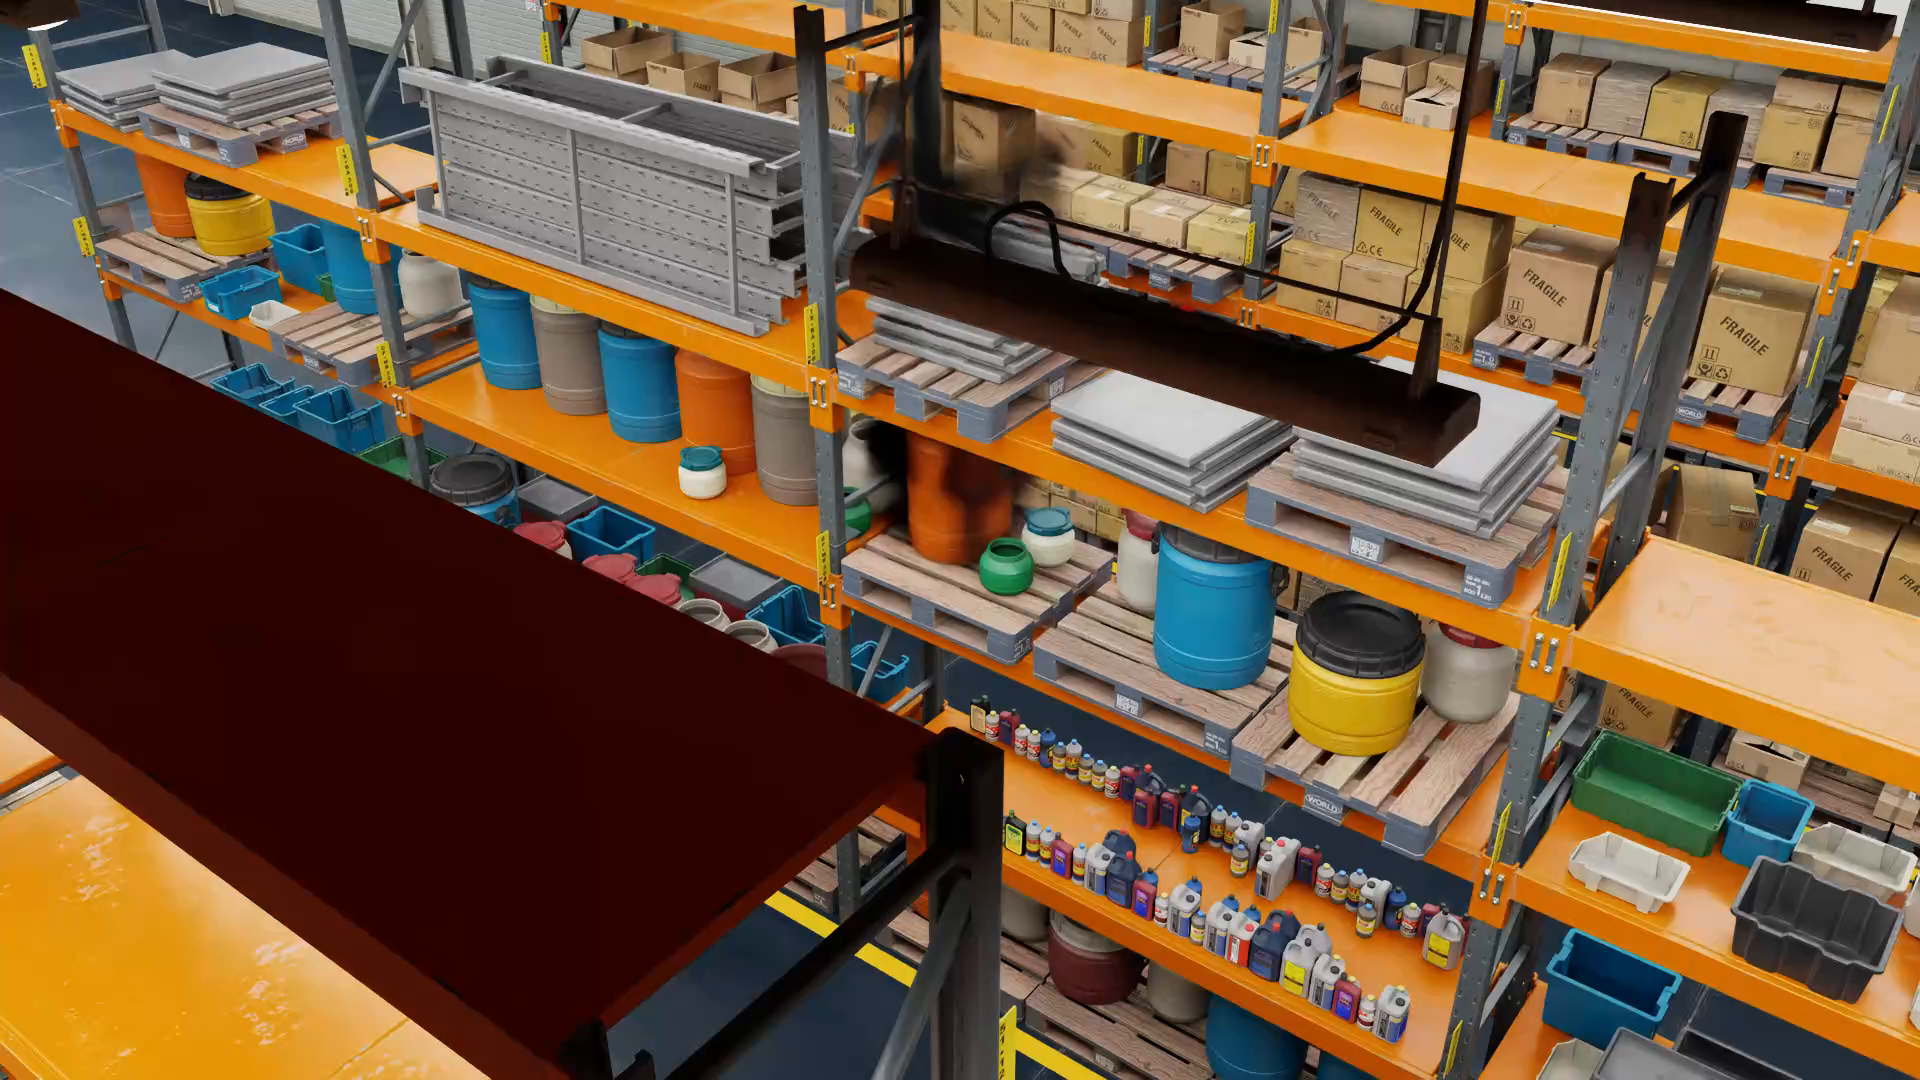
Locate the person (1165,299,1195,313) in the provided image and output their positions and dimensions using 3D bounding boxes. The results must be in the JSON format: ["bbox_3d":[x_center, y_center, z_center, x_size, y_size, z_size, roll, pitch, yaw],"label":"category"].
[{"bbox_3d":[2.133,-1.697,16.442,0.801,1.797,0.640,20,37,30],"label":"person"}]
